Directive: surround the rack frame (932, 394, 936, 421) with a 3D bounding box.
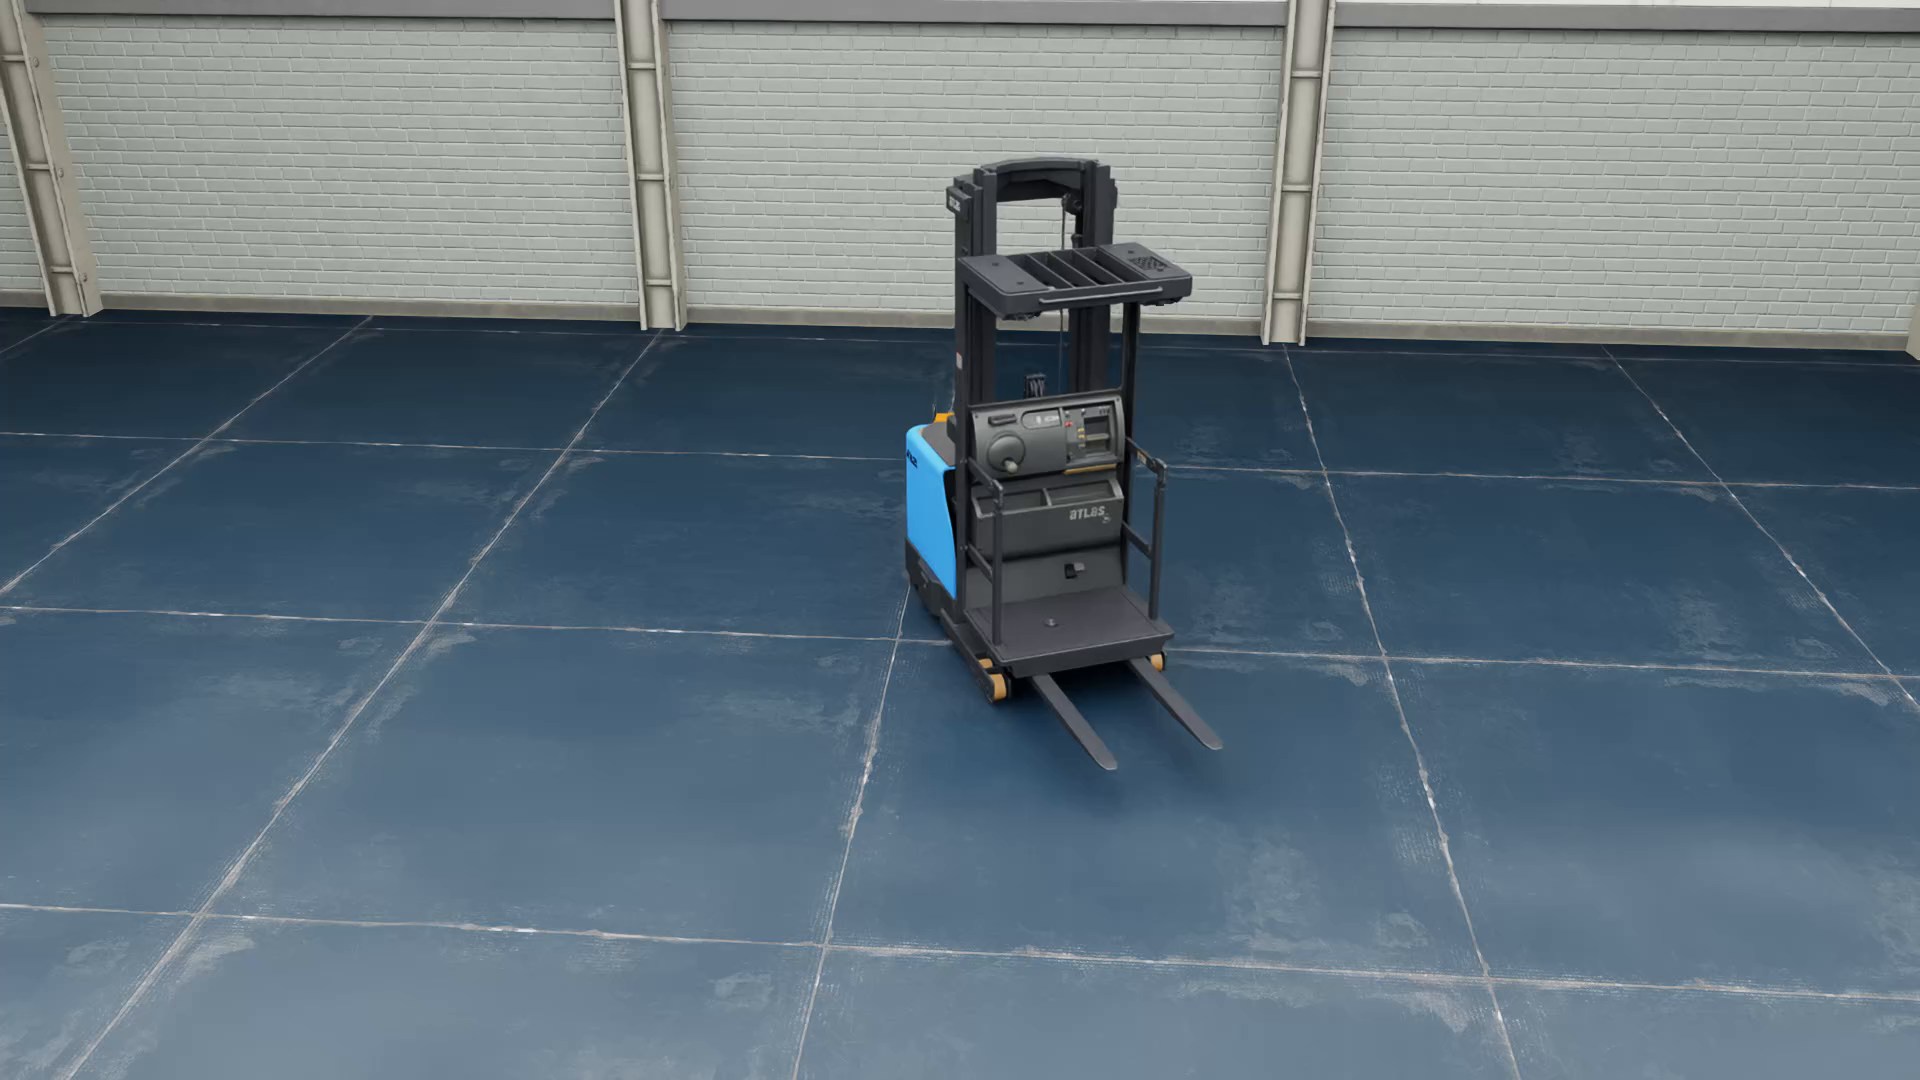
[{"bbox_3d":[-0.175,-0.483,11.543,0.008,1.050,0.200,2,25,4],"label":"rack frame"}]

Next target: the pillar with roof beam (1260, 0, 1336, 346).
[{"bbox_3d":[2.753,-4.207,10.127,0.400,9.000,9.100,2,25,4],"label":"pillar with roof beam"}]

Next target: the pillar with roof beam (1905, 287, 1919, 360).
[{"bbox_3d":[8.735,-4.015,9.709,0.400,9.000,9.100,2,25,4],"label":"pillar with roof beam"}]

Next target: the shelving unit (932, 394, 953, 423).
[{"bbox_3d":[-0.053,-0.479,11.534,0.252,1.050,0.215,2,25,4],"label":"shelving unit"}]

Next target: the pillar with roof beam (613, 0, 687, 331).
[{"bbox_3d":[-3.229,-4.399,10.544,0.400,9.000,9.100,2,25,4],"label":"pillar with roof beam"}]

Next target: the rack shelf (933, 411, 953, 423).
[{"bbox_3d":[-0.053,-0.727,11.420,0.240,0.259,0.215,2,25,4],"label":"rack shelf"}]

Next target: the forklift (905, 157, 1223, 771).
[{"bbox_3d":[0.591,-0.578,9.500,1.130,2.935,3.031,-8,26,-17],"label":"forklift"}]

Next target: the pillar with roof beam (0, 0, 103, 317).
[{"bbox_3d":[-9.212,-4.591,10.961,0.400,9.000,9.100,2,25,4],"label":"pillar with roof beam"}]
